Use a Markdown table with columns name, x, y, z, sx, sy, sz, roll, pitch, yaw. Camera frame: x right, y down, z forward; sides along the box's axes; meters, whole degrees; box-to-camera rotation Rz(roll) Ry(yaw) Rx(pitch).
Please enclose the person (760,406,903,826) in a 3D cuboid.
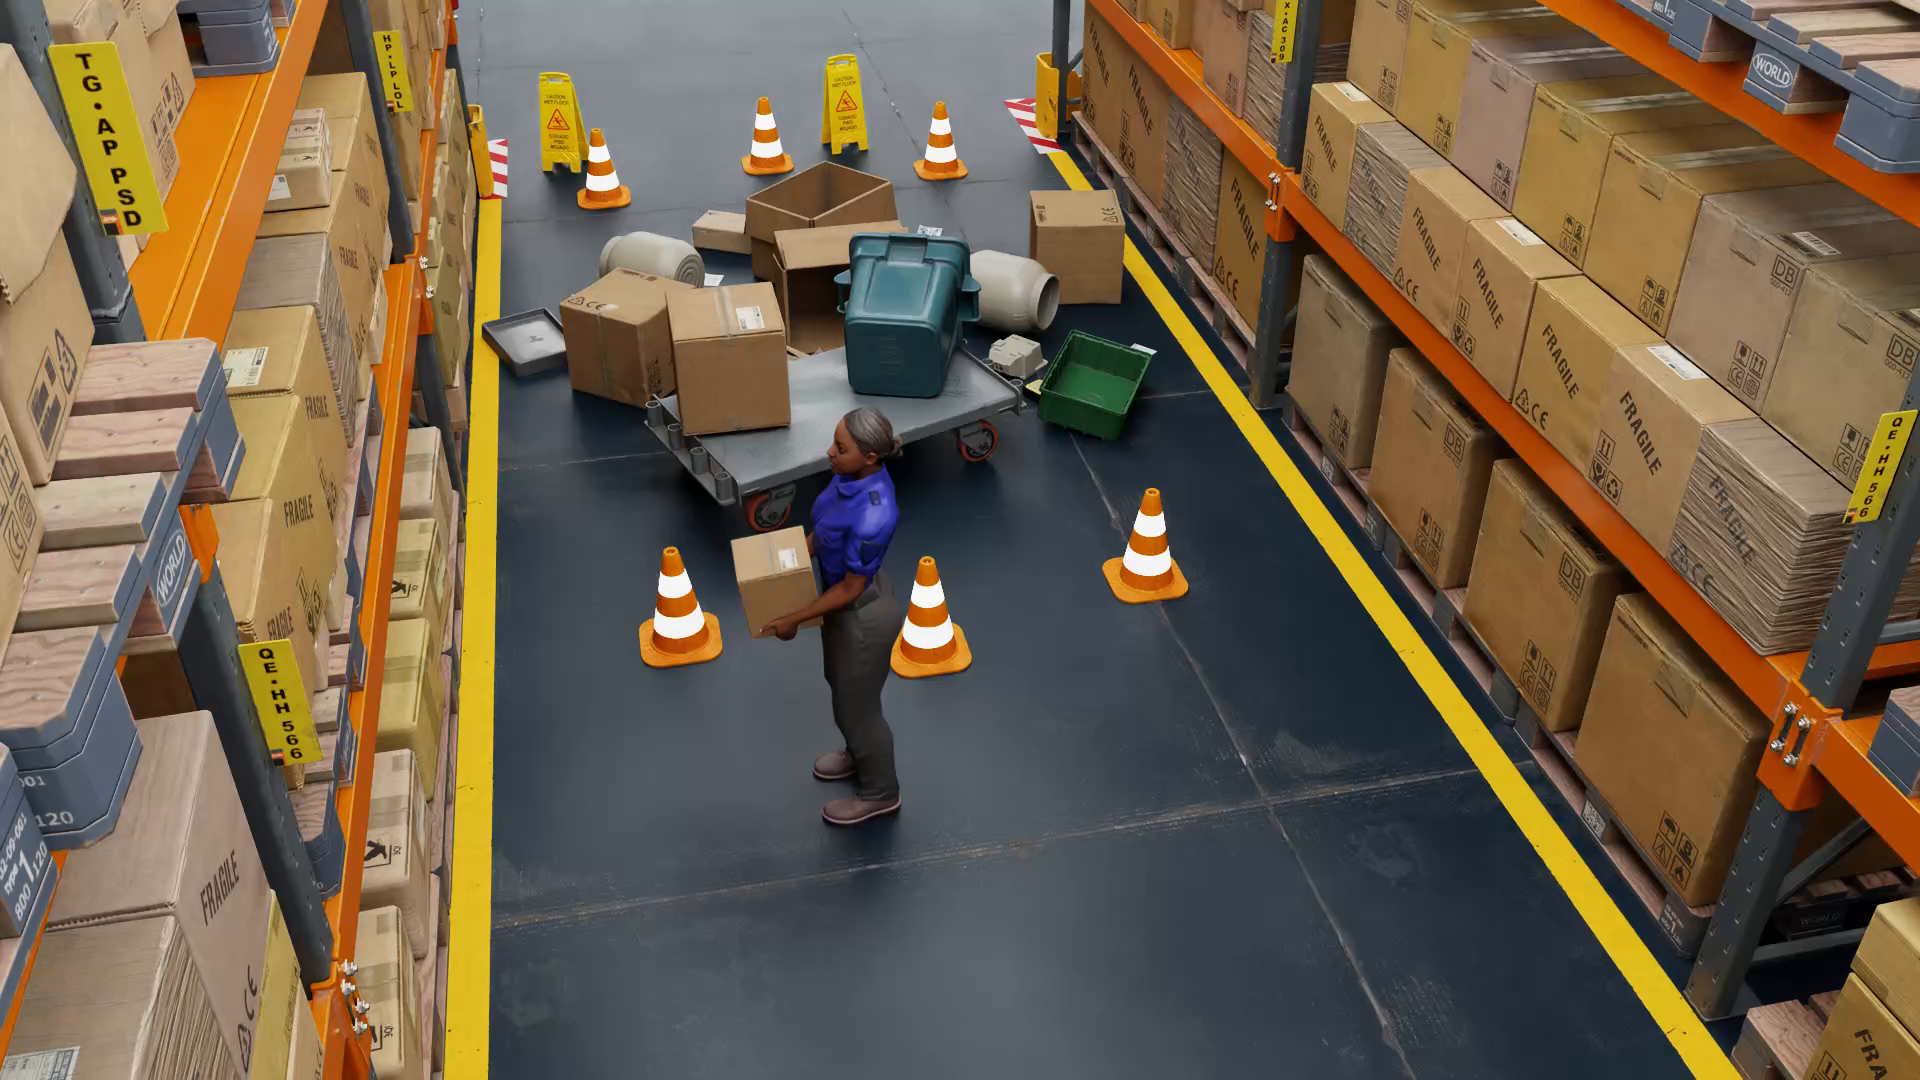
| name | x | y | z | sx | sy | sz | roll | pitch | yaw |
| --- | --- | --- | --- | --- | --- | --- | --- | --- | --- |
| person | -0.444 | 0.267 | 5.770 | 0.520 | 1.649 | 0.451 | -7 | 35 | -9 |
